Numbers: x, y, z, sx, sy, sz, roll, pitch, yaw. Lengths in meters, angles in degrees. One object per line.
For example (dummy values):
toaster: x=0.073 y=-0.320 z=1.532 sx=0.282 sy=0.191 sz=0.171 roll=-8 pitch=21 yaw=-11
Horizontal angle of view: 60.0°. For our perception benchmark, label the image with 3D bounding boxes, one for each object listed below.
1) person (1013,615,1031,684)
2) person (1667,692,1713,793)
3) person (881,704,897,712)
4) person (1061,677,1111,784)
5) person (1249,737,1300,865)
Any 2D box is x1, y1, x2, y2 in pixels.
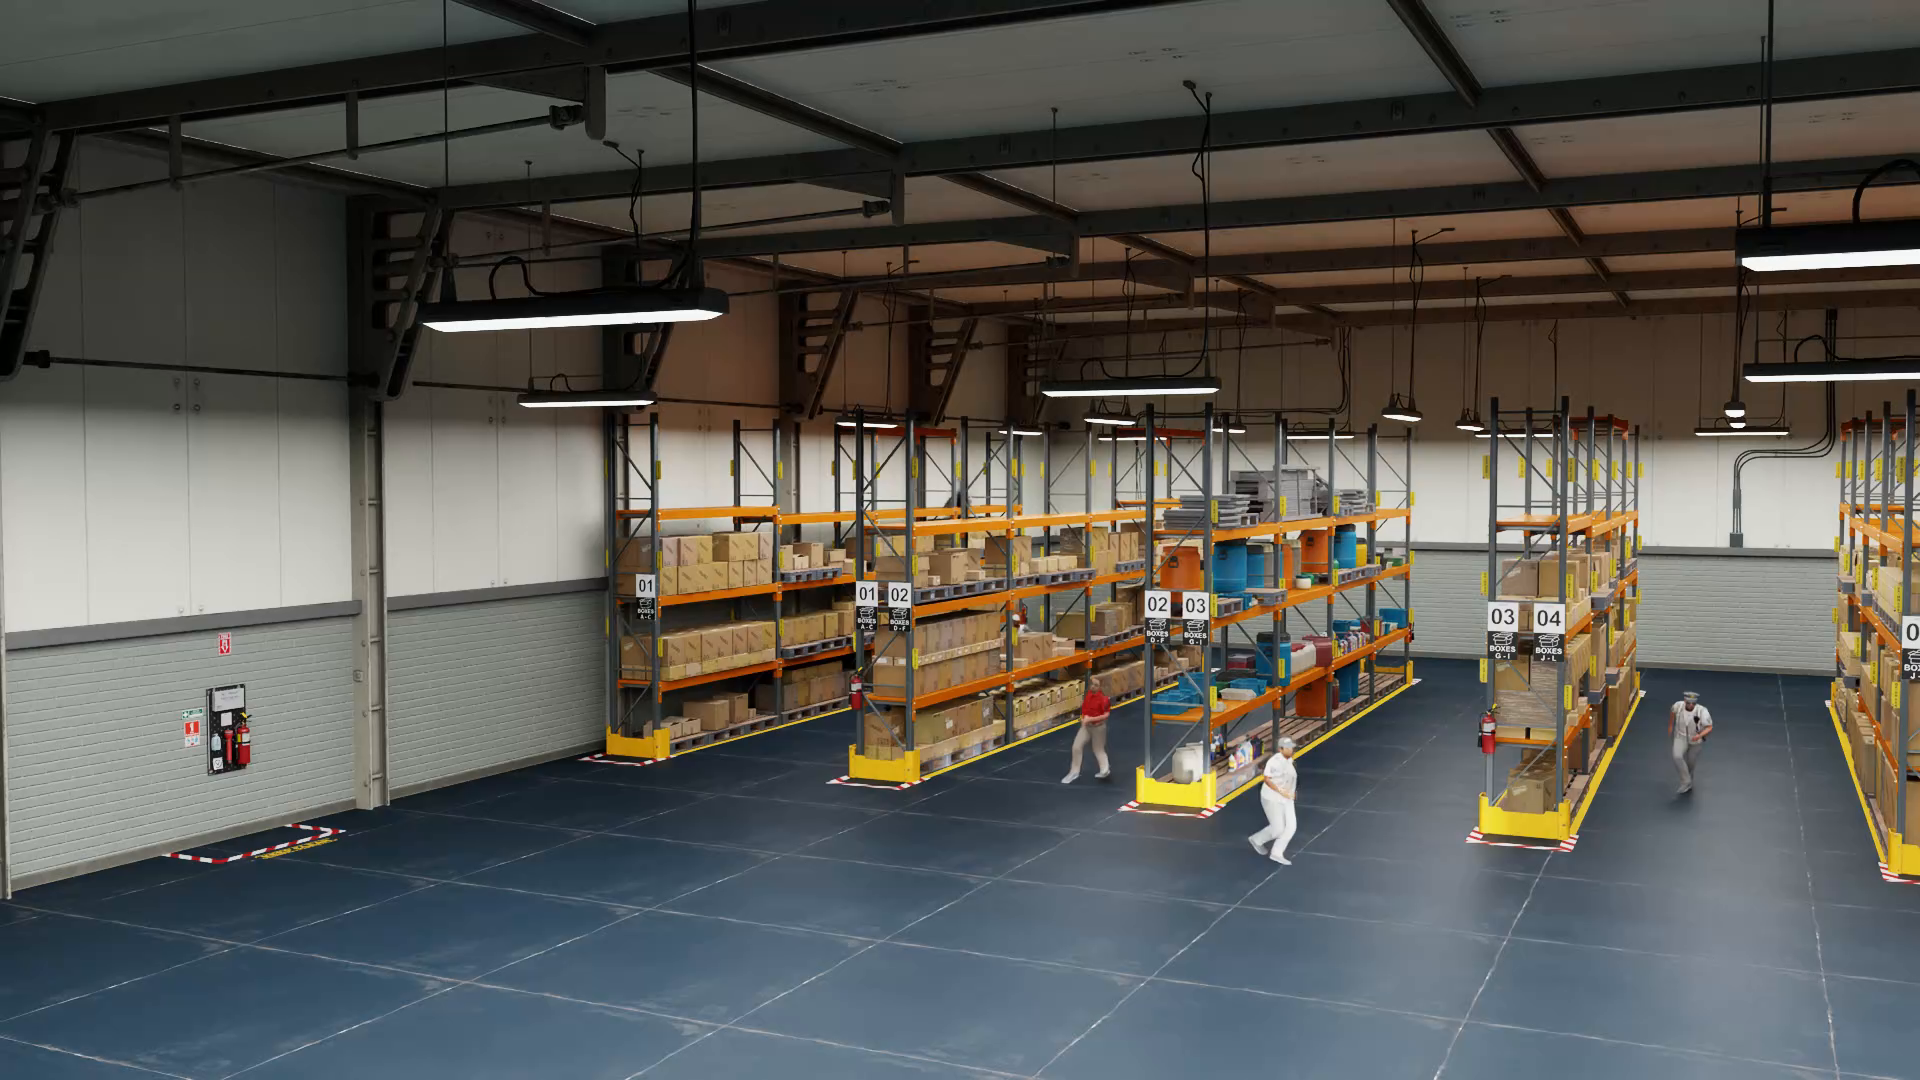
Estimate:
person: x=1.394 y=2.556 z=38.344 sx=0.679 sy=1.720 sz=0.888 roll=1 pitch=3 yaw=22
person: x=11.384 y=3.103 z=25.916 sx=0.674 sy=1.566 sz=1.072 roll=1 pitch=3 yaw=28
person: x=-1.426 y=2.802 z=33.002 sx=0.554 sy=1.597 sz=0.756 roll=1 pitch=3 yaw=23
person: x=2.140 y=3.020 z=26.488 sx=0.724 sy=1.712 sz=0.861 roll=2 pitch=3 yaw=43
person: x=4.004 y=3.311 z=21.248 sx=0.593 sy=1.627 sz=0.677 roll=-2 pitch=3 yaw=-43
